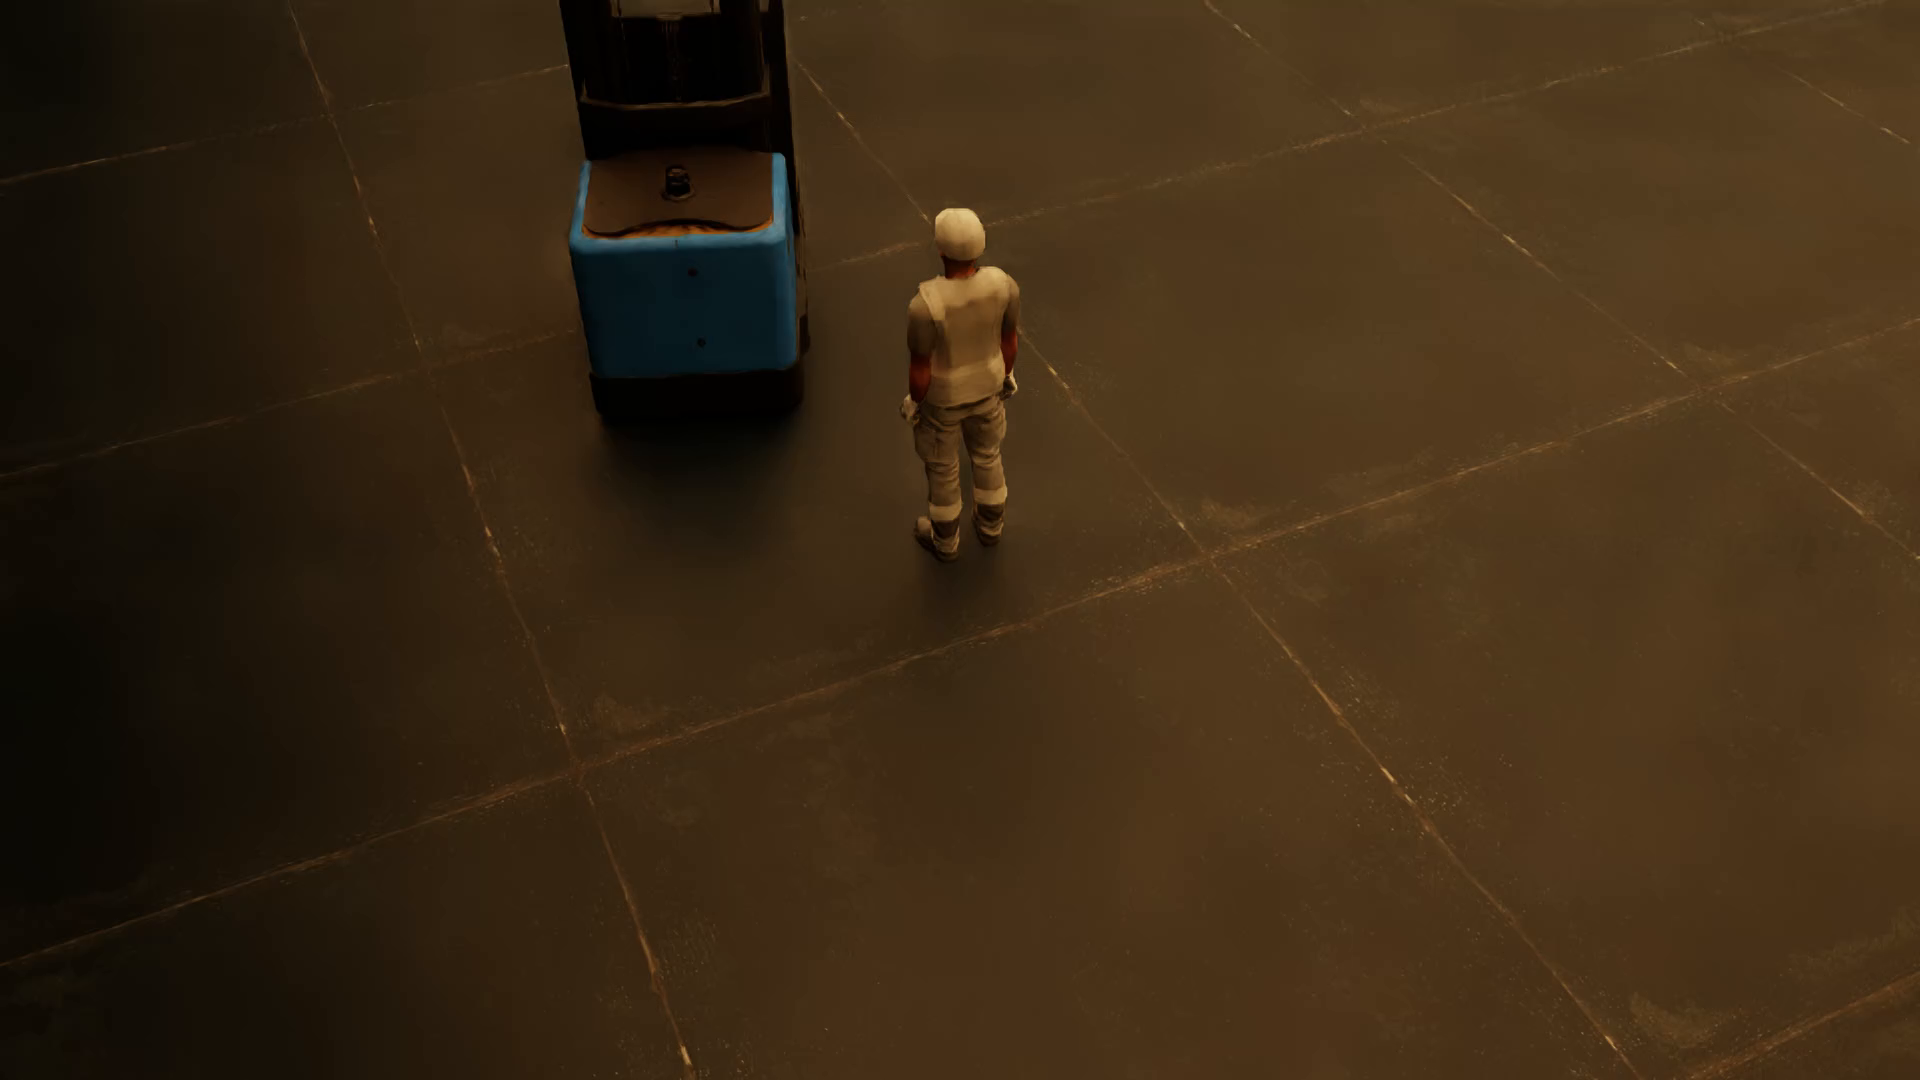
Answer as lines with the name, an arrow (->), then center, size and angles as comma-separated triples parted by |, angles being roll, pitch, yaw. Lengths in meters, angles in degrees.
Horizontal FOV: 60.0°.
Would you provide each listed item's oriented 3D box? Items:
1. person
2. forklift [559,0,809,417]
person -> -0.010, -0.668, 7.231 | 0.540, 1.795, 0.349 | -18, 46, -18
forklift -> -1.449, -2.695, 8.568 | 1.130, 2.935, 3.031 | -3, 43, -4
